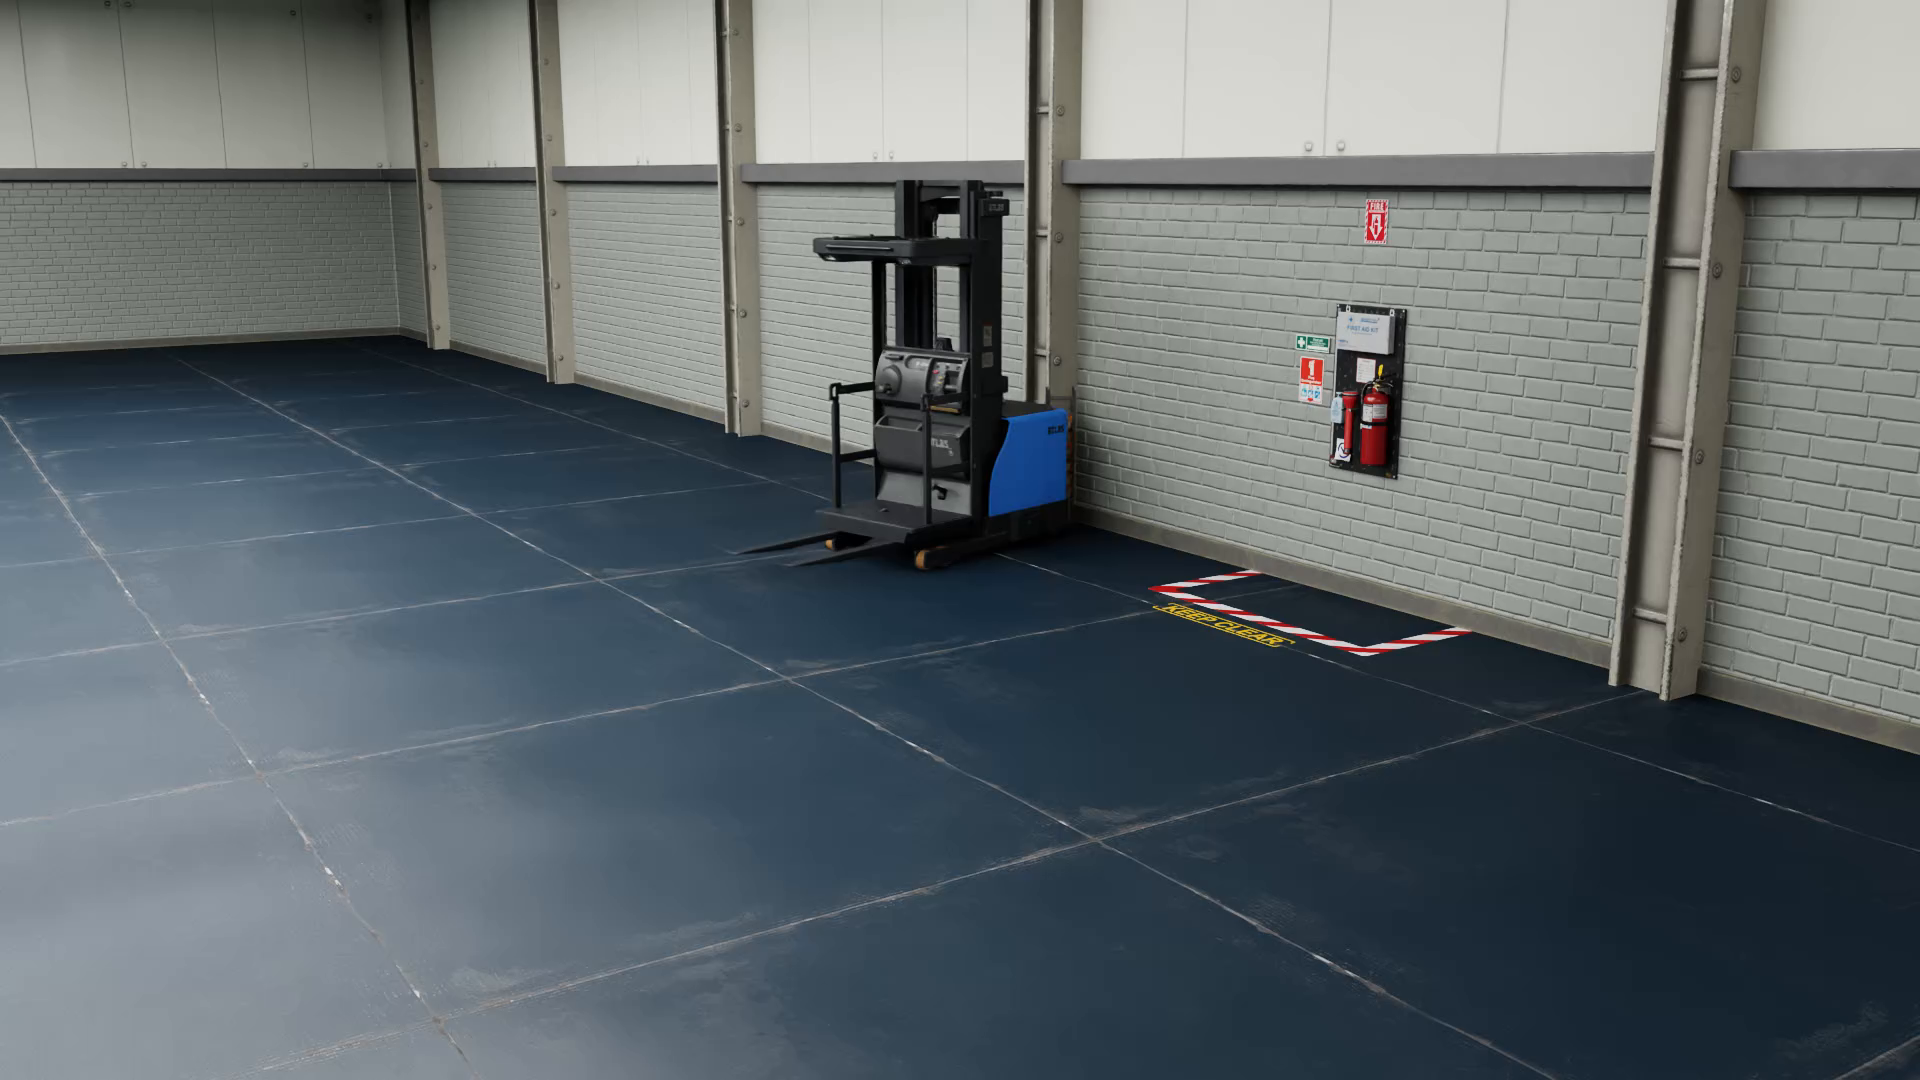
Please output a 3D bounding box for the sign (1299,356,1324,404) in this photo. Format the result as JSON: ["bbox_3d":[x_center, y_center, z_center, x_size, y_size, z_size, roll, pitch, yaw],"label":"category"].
[{"bbox_3d":[2.549,-1.161,12.066,0.001,0.329,0.234,-8,15,-33],"label":"sign"}]

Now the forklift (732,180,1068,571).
[{"bbox_3d":[-0.443,-1.314,13.010,1.130,2.935,3.031,11,16,40],"label":"forklift"}]

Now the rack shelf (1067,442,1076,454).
[{"bbox_3d":[0.856,-0.778,14.255,0.258,0.103,0.180,0,12,-1],"label":"rack shelf"}]

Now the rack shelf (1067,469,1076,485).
[{"bbox_3d":[0.856,-0.543,14.306,0.258,0.103,0.180,0,12,-1],"label":"rack shelf"}]

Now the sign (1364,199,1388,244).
[{"bbox_3d":[2.848,-2.179,11.377,0.001,0.298,0.199,-8,15,-33],"label":"sign"}]

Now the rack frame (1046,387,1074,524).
[{"bbox_3d":[0.854,-0.724,14.360,0.240,1.200,0.006,0,12,-1],"label":"rack frame"}]

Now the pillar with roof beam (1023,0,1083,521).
[{"bbox_3d":[-2.801,-4.077,11.442,9.100,9.000,0.400,-8,15,-33],"label":"pillar with roof beam"}]

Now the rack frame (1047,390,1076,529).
[{"bbox_3d":[0.859,-0.684,14.181,0.240,1.200,0.006,0,12,-1],"label":"rack frame"}]

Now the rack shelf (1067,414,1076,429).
[{"bbox_3d":[0.856,-1.012,14.203,0.258,0.103,0.180,0,12,-1],"label":"rack shelf"}]

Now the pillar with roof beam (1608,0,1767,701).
[{"bbox_3d":[0.523,-3.010,6.563,9.100,9.000,0.400,-8,15,-33],"label":"pillar with roof beam"}]

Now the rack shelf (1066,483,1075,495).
[{"bbox_3d":[0.856,-0.426,14.332,0.258,0.103,0.180,0,12,-1],"label":"rack shelf"}]

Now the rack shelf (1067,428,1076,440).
[{"bbox_3d":[0.856,-0.895,14.229,0.258,0.103,0.180,0,12,-1],"label":"rack shelf"}]

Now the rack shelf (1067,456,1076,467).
[{"bbox_3d":[0.856,-0.661,14.280,0.258,0.103,0.180,0,12,-1],"label":"rack shelf"}]

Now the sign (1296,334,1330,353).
[{"bbox_3d":[2.544,-1.418,12.001,0.001,0.109,0.331,-8,15,-33],"label":"sign"}]

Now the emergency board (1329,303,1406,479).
[{"bbox_3d":[2.769,-1.033,11.564,0.194,1.169,0.643,-8,15,-33],"label":"emergency board"}]

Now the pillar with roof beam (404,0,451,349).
[{"bbox_3d":[-12.774,-7.278,26.081,9.100,9.000,0.400,-8,15,-33],"label":"pillar with roof beam"}]

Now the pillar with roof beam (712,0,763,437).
[{"bbox_3d":[-6.126,-5.144,16.322,9.100,9.000,0.400,-8,15,-33],"label":"pillar with roof beam"}]

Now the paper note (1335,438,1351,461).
[{"bbox_3d":[2.729,-0.642,11.839,0.016,0.148,0.142,-8,15,-33],"label":"paper note"}]

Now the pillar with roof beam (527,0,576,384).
[{"bbox_3d":[-9.450,-6.211,21.201,9.100,9.000,0.400,-8,15,-33],"label":"pillar with roof beam"}]

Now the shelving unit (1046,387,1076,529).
[{"bbox_3d":[0.856,-0.704,14.271,0.258,1.200,0.189,0,12,-1],"label":"shelving unit"}]
